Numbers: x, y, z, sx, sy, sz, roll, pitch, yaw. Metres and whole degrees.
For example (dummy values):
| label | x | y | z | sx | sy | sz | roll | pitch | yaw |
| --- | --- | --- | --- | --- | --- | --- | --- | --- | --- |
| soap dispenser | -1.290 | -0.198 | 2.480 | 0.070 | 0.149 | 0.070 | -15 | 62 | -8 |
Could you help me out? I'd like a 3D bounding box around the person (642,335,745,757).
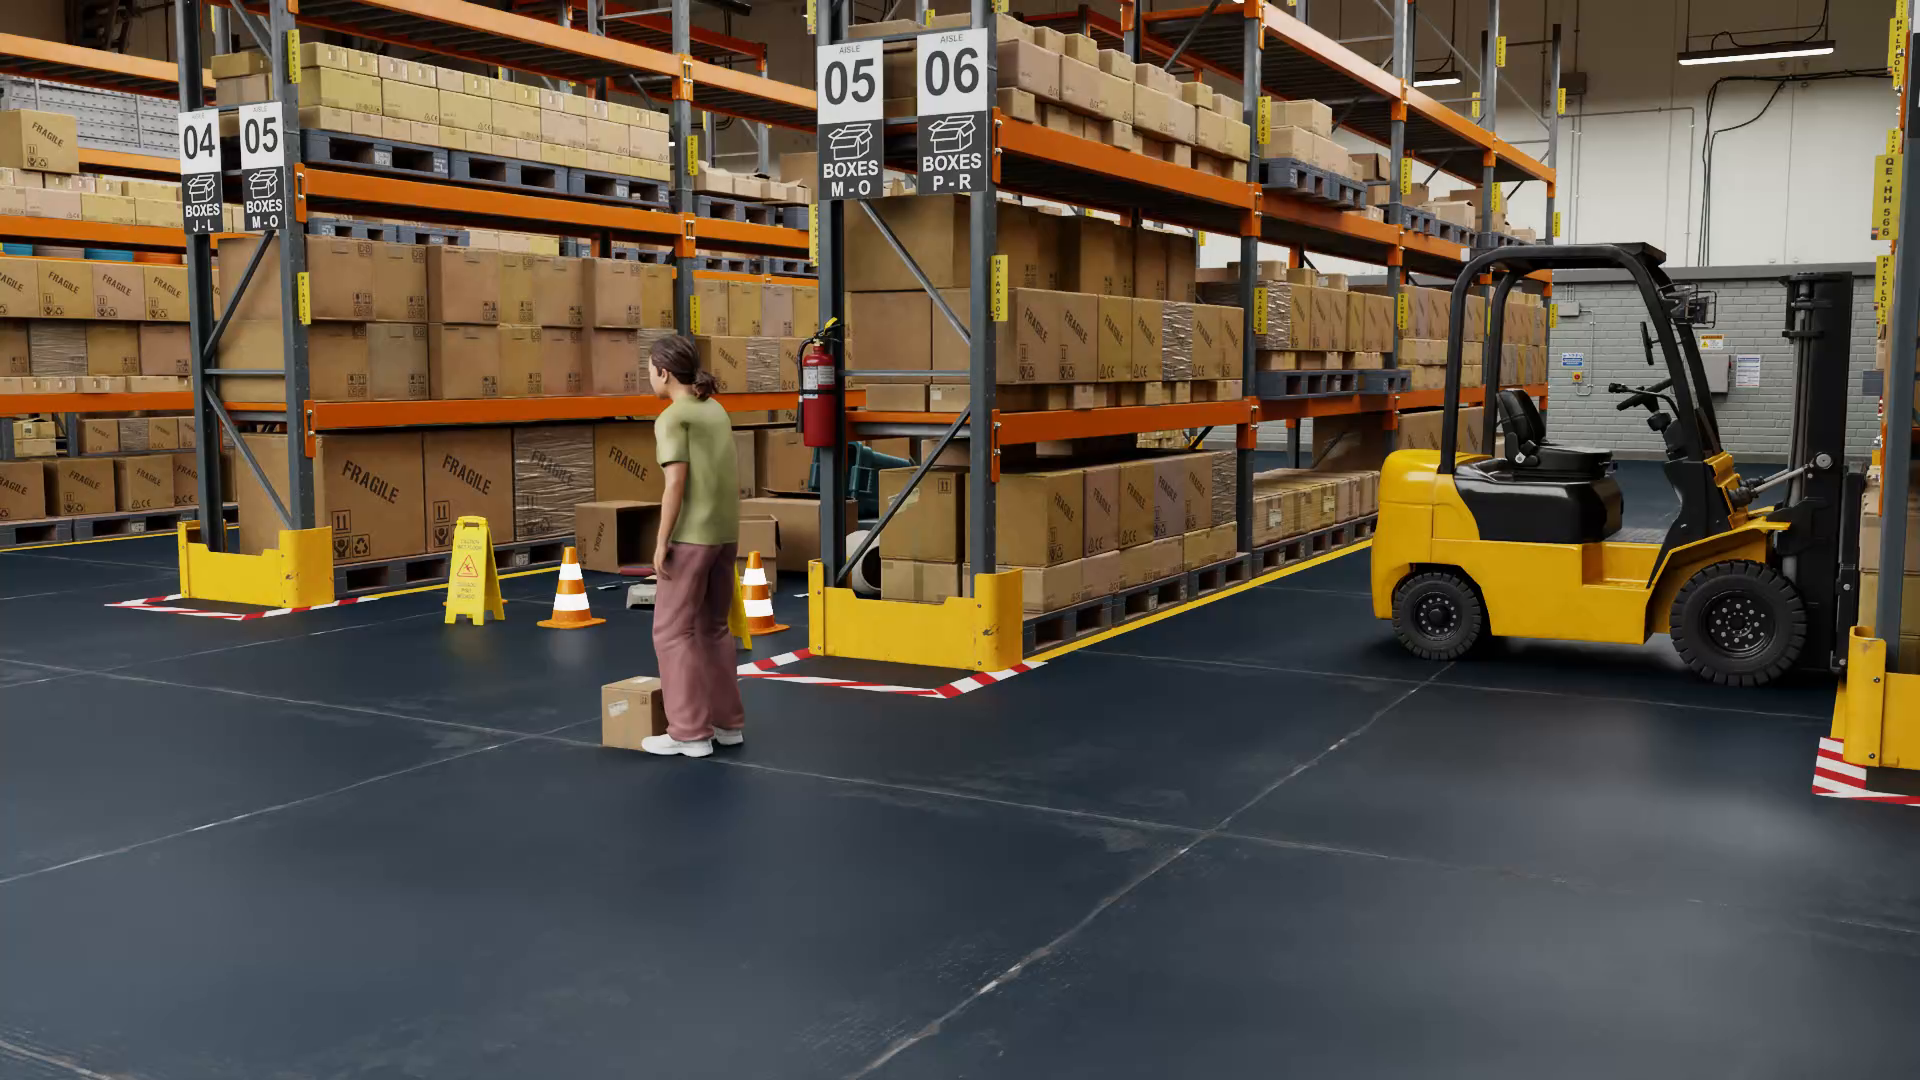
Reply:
| label | x | y | z | sx | sy | sz | roll | pitch | yaw |
| --- | --- | --- | --- | --- | --- | --- | --- | --- | --- |
| person | -1.071 | 0.019 | 6.659 | 0.357 | 1.671 | 0.515 | 3 | 7 | 25 |
